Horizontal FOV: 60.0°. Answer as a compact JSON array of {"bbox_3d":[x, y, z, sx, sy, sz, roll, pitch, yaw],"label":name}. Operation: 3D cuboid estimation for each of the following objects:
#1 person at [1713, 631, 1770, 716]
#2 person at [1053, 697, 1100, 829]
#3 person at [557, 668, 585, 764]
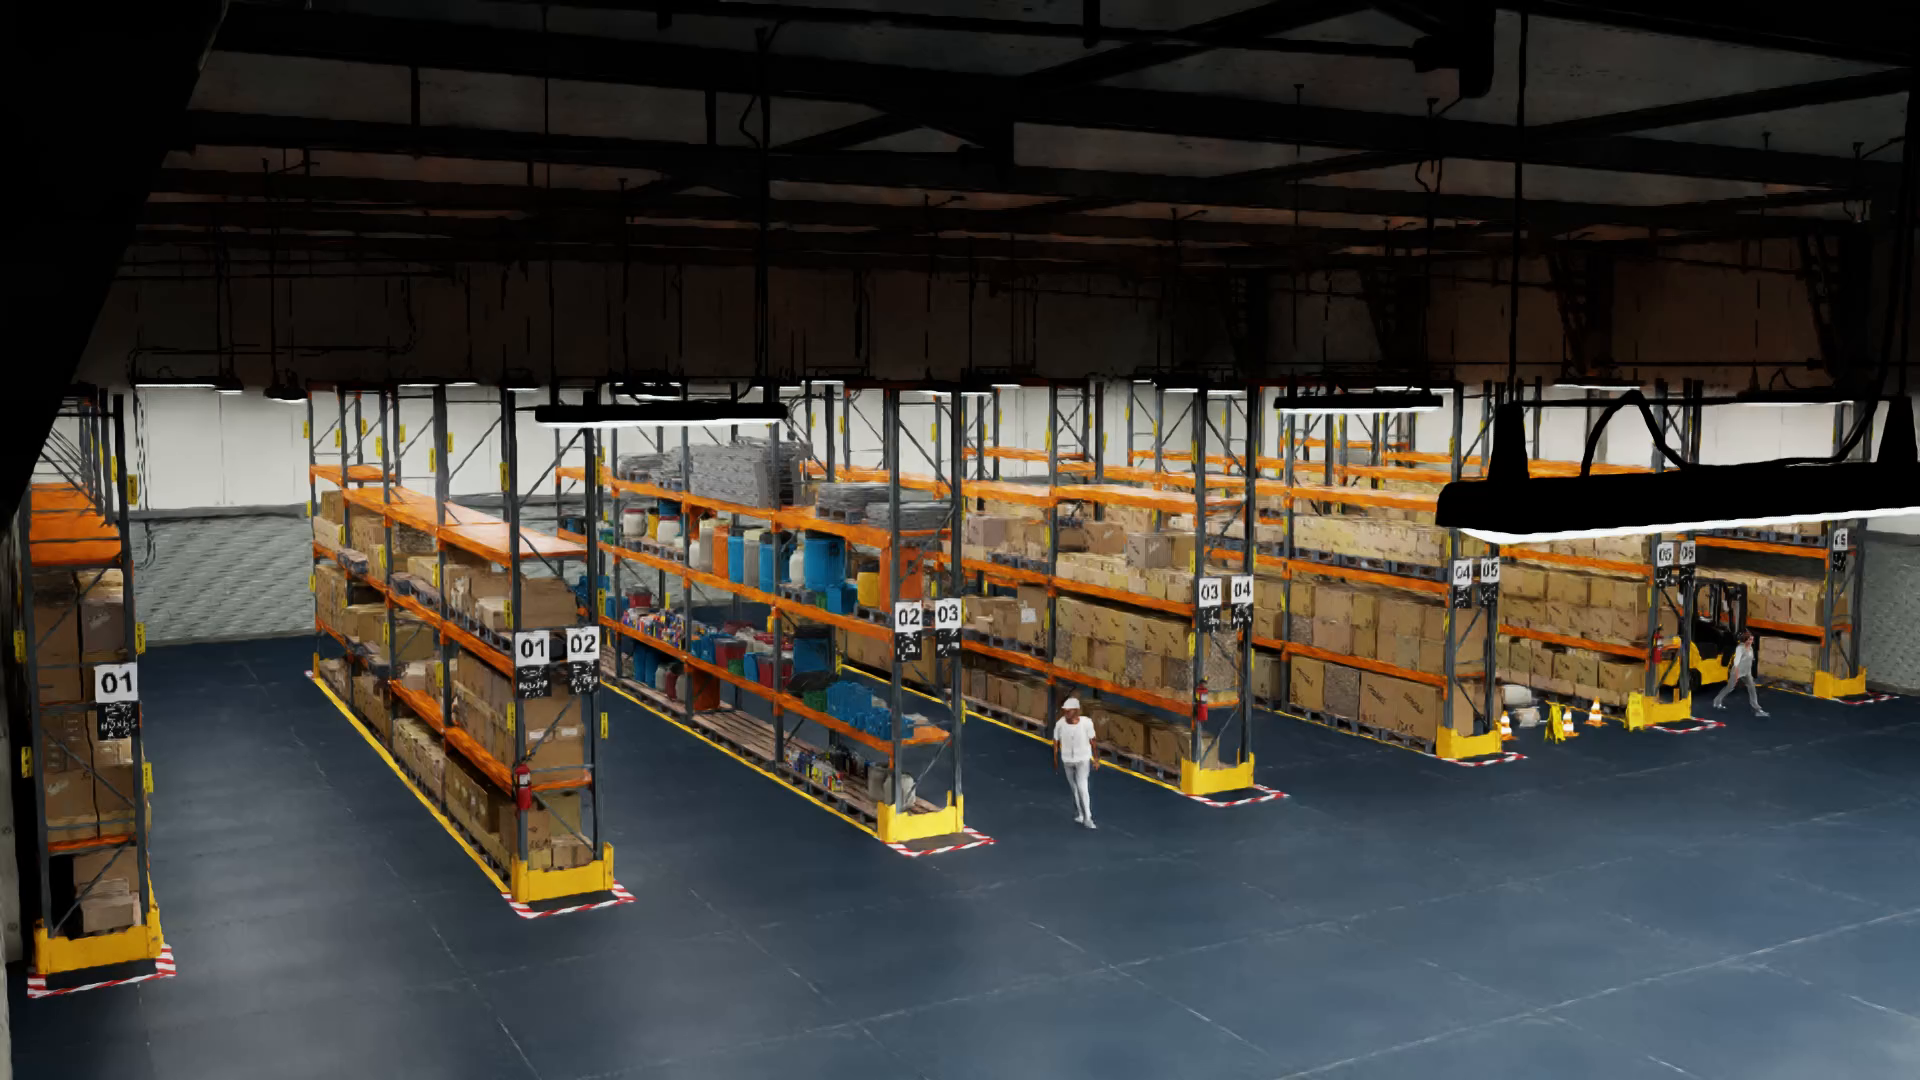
[{"bbox_3d":[14.070,2.381,29.944,0.417,1.517,1.036,-3,7,-26],"label":"person"},{"bbox_3d":[1.601,3.027,22.849,0.651,1.770,0.470,3,7,24],"label":"person"},{"bbox_3d":[-6.248,2.761,26.059,0.470,1.571,1.051,-5,8,-38],"label":"person"}]
